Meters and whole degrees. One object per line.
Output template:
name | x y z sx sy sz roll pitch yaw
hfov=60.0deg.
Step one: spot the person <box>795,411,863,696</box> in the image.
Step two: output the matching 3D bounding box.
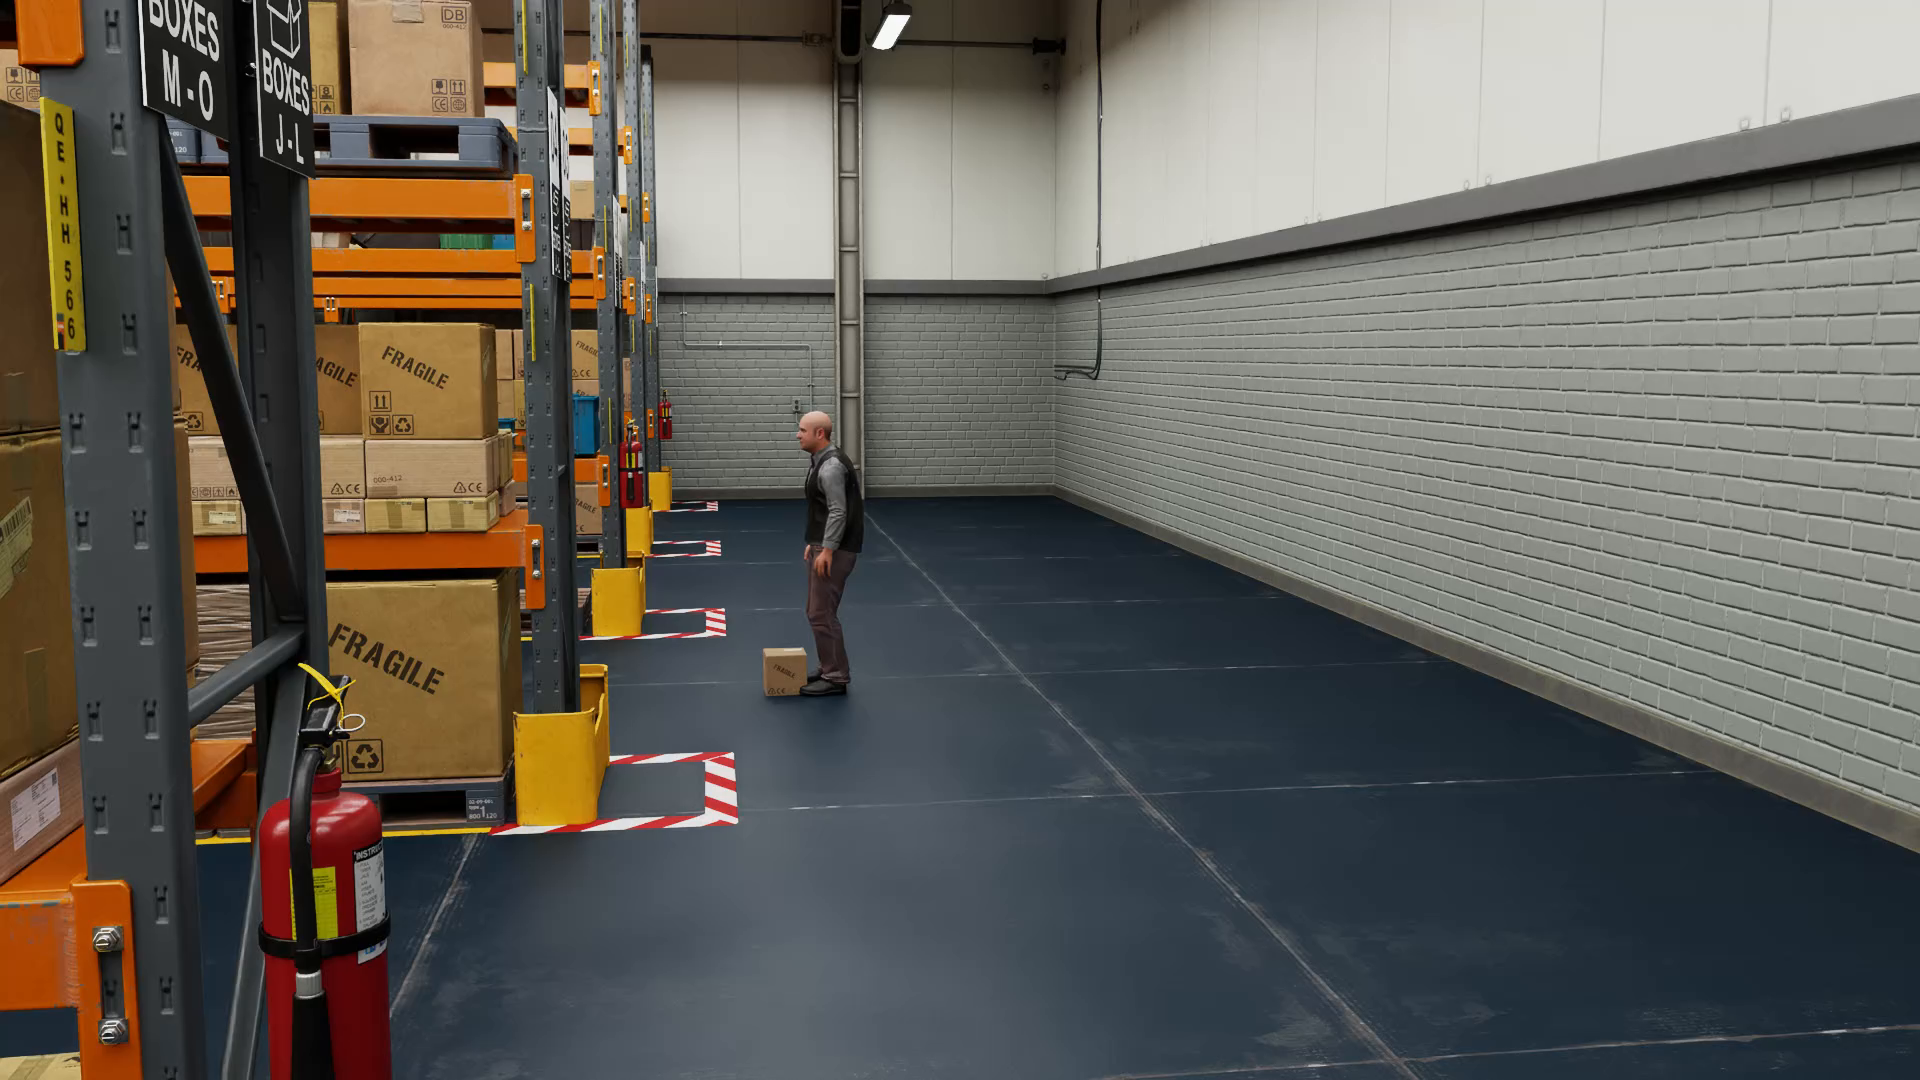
person | -0.799 0.073 10.173 0.413 1.721 0.588 -1 7 -10
